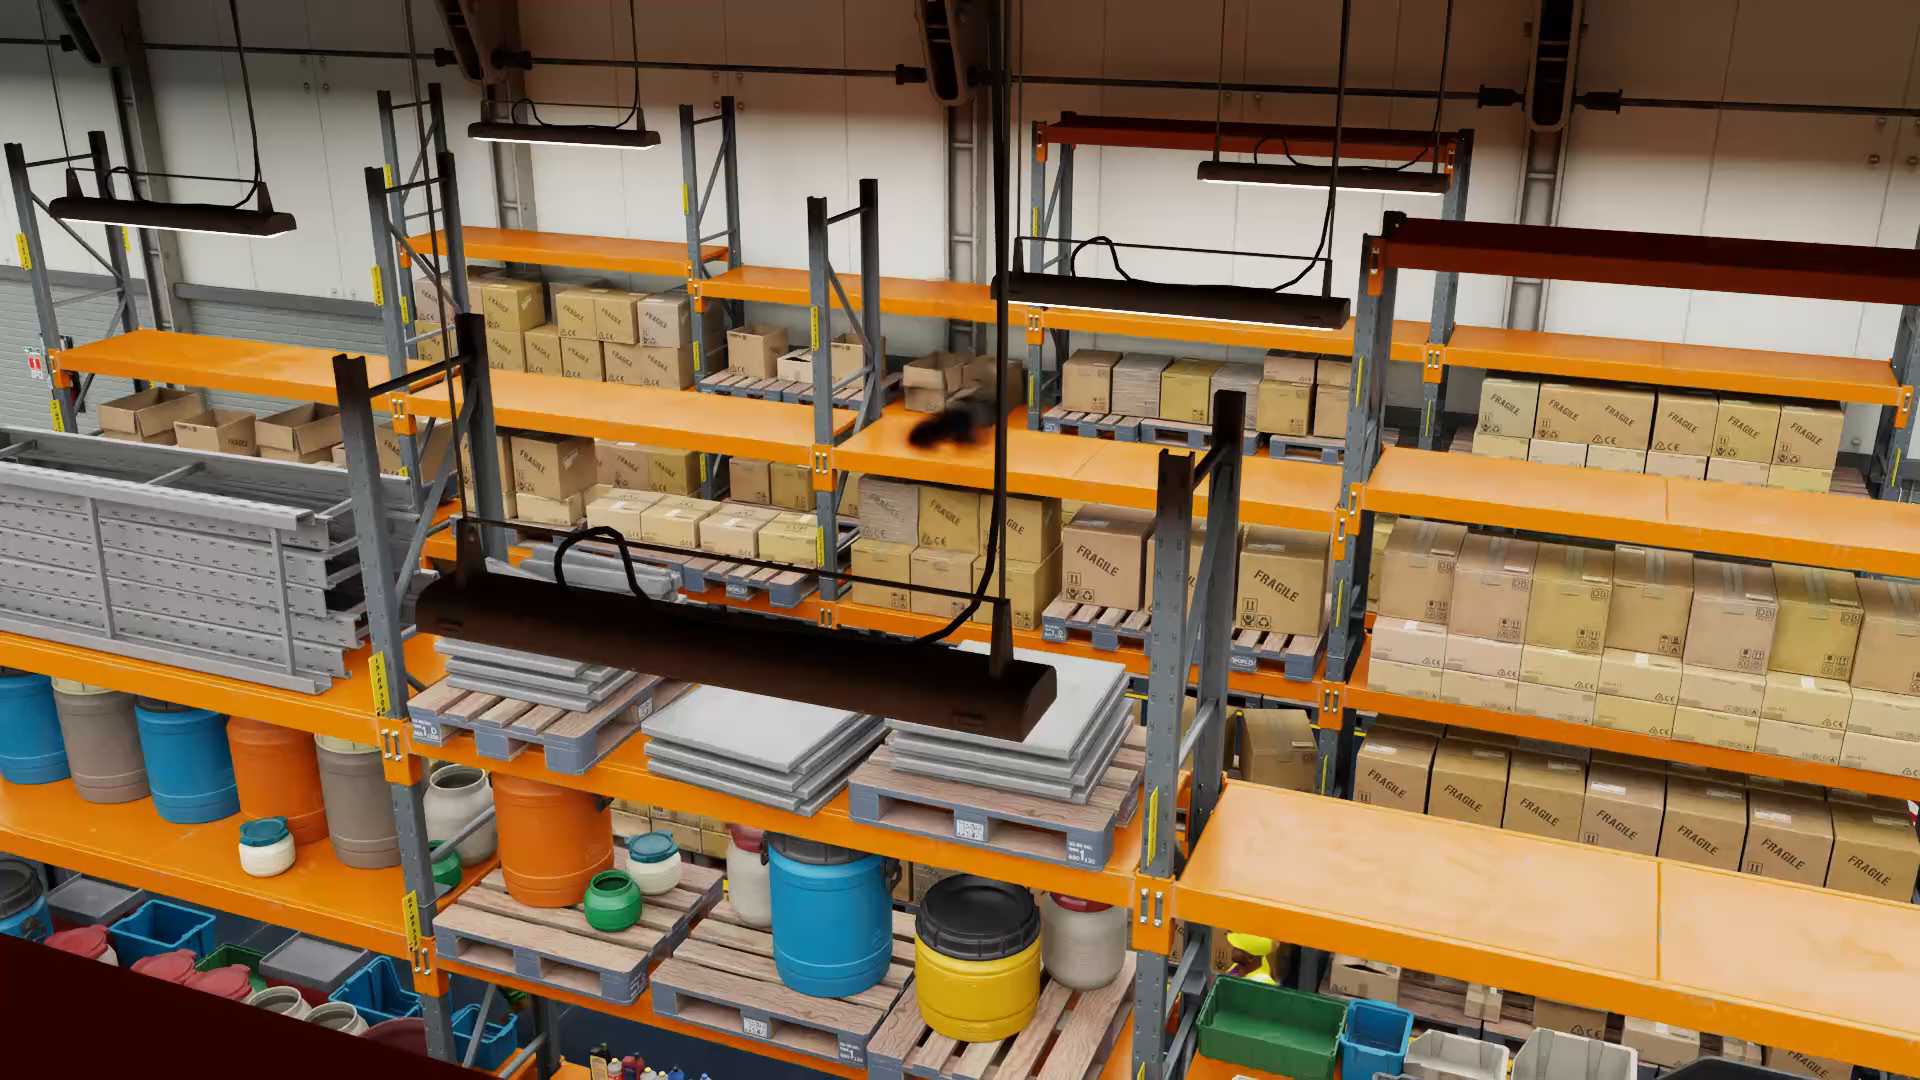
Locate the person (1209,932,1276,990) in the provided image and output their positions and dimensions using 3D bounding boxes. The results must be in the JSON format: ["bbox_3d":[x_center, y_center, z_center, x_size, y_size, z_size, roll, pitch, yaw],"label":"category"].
[{"bbox_3d":[1.891,3.350,11.068,0.862,1.806,0.688,4,21,10],"label":"person"}]

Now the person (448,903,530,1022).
[{"bbox_3d":[-3.714,2.857,12.332,0.987,1.799,0.653,4,21,10],"label":"person"}]
